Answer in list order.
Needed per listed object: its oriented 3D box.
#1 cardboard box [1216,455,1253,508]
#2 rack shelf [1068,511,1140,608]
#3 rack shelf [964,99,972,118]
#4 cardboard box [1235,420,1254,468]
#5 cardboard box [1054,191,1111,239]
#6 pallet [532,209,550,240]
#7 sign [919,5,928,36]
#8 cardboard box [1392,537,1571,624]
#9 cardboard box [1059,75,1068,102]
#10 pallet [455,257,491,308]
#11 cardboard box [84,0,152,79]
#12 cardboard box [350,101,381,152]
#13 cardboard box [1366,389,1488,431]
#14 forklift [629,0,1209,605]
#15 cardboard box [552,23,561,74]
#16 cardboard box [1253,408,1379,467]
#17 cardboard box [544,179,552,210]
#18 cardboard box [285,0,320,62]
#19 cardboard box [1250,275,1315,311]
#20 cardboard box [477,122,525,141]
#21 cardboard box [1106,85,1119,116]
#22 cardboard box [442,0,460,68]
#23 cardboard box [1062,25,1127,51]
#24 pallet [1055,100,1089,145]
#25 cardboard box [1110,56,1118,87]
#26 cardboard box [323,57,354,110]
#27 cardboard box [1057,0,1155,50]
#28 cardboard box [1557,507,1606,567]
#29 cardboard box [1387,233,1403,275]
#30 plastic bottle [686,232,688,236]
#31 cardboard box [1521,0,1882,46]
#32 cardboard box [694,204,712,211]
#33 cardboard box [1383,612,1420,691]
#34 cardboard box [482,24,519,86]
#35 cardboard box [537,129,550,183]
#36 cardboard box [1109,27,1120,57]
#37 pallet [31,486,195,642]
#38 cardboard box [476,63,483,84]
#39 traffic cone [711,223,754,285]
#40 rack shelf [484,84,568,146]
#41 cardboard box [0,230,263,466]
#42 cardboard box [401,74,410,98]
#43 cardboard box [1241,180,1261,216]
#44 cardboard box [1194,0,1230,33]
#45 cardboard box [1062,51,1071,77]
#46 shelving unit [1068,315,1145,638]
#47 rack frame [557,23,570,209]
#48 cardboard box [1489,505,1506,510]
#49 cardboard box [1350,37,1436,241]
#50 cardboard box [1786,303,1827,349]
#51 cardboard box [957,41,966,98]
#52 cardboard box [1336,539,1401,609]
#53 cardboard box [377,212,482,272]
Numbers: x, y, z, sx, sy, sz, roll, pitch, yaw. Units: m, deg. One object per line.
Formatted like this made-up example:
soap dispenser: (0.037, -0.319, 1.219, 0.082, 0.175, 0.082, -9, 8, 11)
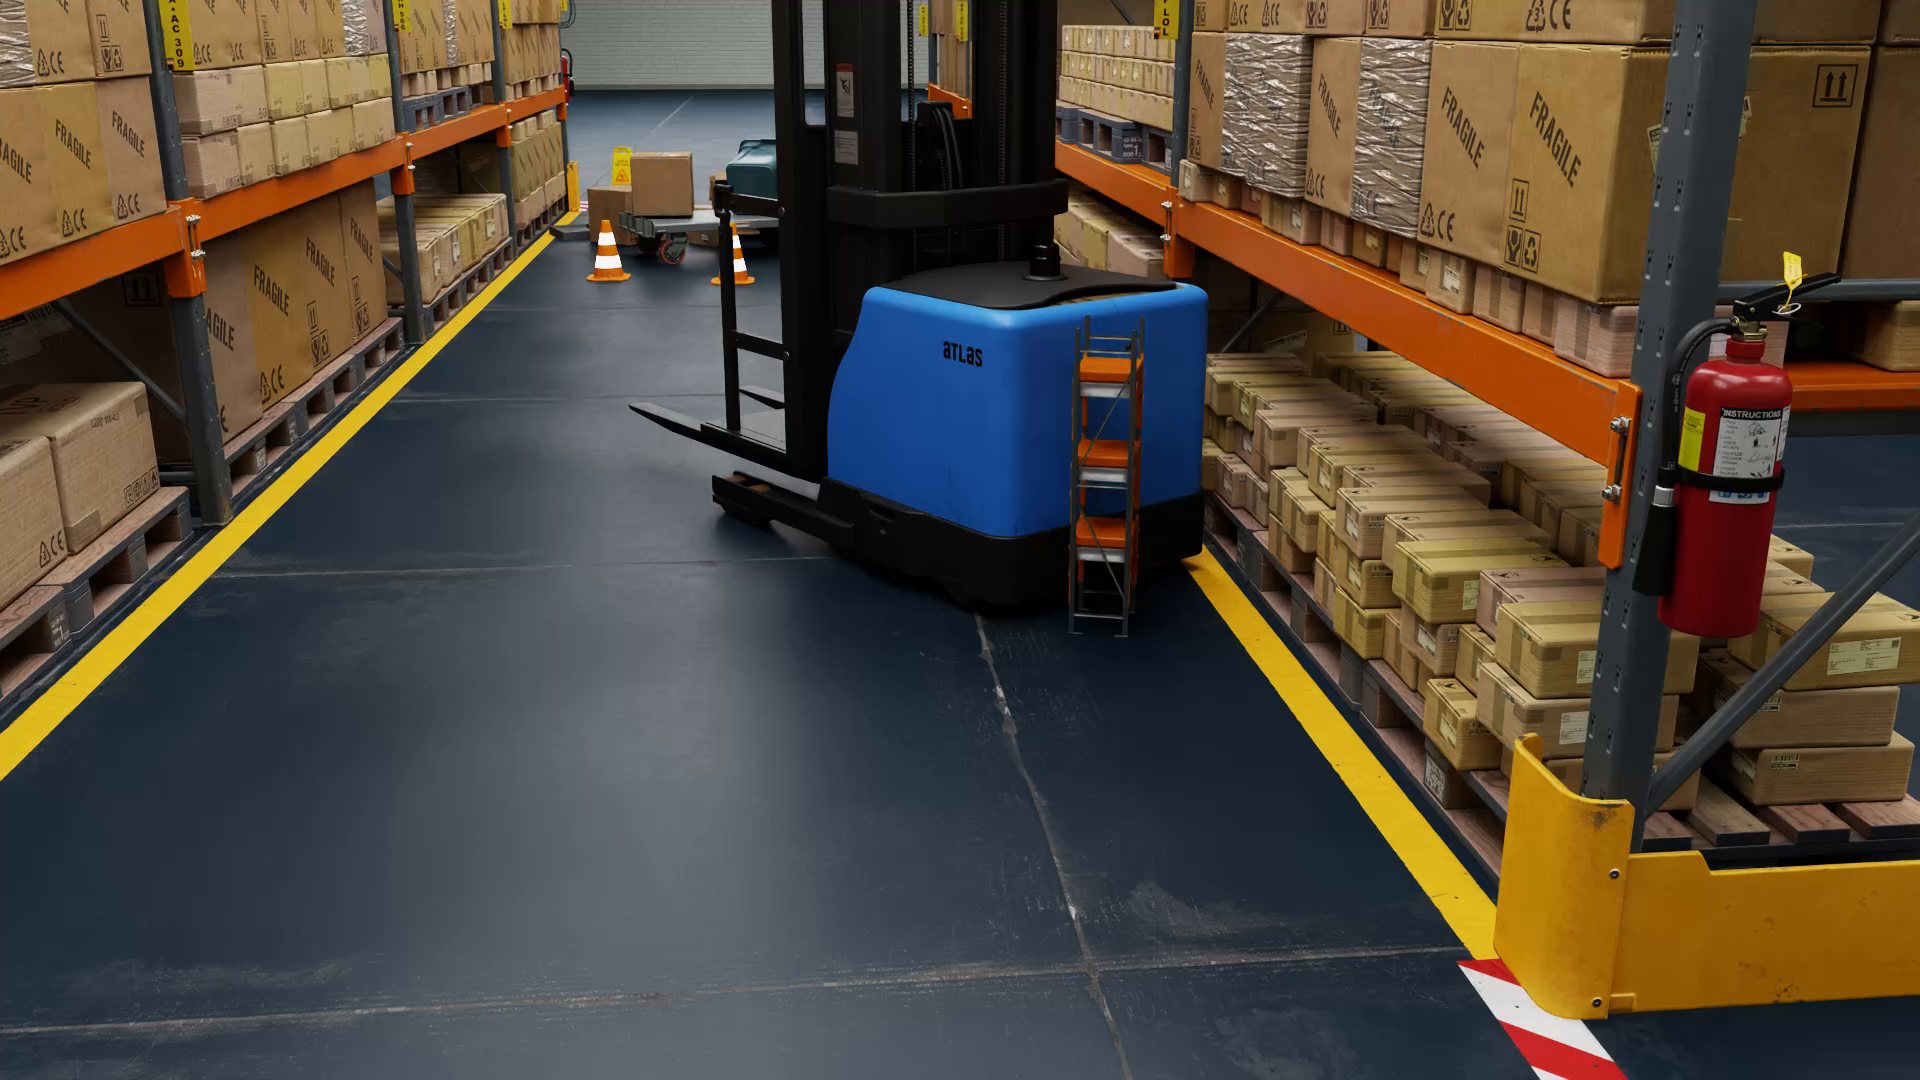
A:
cardboard box: (1.213, -0.233, 6.471, 0.380, 0.149, 0.250, -2, 18, -6)
rack shelf: (0.493, 0.064, 5.683, 0.215, 0.259, 0.240, 4, 18, 11)
rack shelf: (0.772, -3.108, 12.770, 1.077, 0.370, 4.000, -2, 18, -6)
cardboard box: (1.286, -0.384, 6.453, 0.380, 0.149, 0.250, -2, 18, -6)
cardboard box: (0.808, -2.008, 10.285, 0.500, 0.250, 0.500, -3, 18, -8)
pallet: (-4.581, -3.097, 16.189, 1.003, 0.211, 1.213, -2, 18, -6)
sign: (-0.400, -5.674, 18.165, 0.100, 0.325, 0.005, -2, 18, -6)
cardboard box: (1.375, 0.104, 4.402, 0.380, 0.149, 0.250, -2, 18, -7)
cardboard box: (0.823, -2.796, 10.294, 0.380, 0.149, 0.250, -2, 18, -6)
pallet: (-4.137, -1.937, 12.495, 1.003, 0.211, 1.213, -2, 18, -6)
cardboard box: (-3.199, -1.873, 5.799, 0.500, 0.500, 0.500, -2, 18, -6)
cardboard box: (-3.556, -2.306, 9.266, 0.500, 0.250, 0.500, -1, 17, -5)
cardboard box: (1.734, -0.461, 6.203, 0.380, 0.149, 0.250, -1, 17, -4)
forklift: (-0.392, -1.545, 6.706, 1.130, 2.935, 3.031, -13, 22, -37)
cardboard box: (-4.430, -5.092, 17.225, 0.500, 0.500, 0.500, -2, 18, -7)
cardboard box: (1.259, -0.365, 5.898, 0.380, 0.149, 0.250, -1, 17, -4)
cardboard box: (-4.304, -3.401, 16.393, 0.500, 0.250, 0.500, -2, 18, -8)
cardboard box: (-3.471, -2.599, 8.112, 0.500, 0.500, 0.500, -2, 18, -7)
cardboard box: (1.577, -1.257, 7.894, 0.500, 0.250, 0.500, -3, 18, -8)
cardboard box: (-4.093, -3.643, 14.827, 0.380, 0.149, 0.250, -2, 17, -5)
cardboard box: (0.988, -2.324, 8.789, 0.380, 0.149, 0.250, -2, 18, -7)
cardboard box: (-3.917, -3.666, 11.981, 0.500, 0.500, 0.500, -2, 18, -8)
cardboard box: (0.833, -3.075, 10.188, 0.380, 0.149, 0.250, -2, 18, -6)
pallet: (1.158, -2.555, 10.127, 1.213, 0.211, 1.003, -2, 18, -6)
cardboard box: (0.994, -2.463, 8.738, 0.380, 0.149, 0.250, -1, 17, -4)
cardboard box: (-3.503, -2.398, 8.724, 0.500, 0.250, 0.500, -2, 18, -7)
cardboard box: (0.942, -3.514, 11.026, 0.700, 0.500, 0.500, -2, 18, -6)
cardboard box: (1.932, 0.009, 4.706, 0.380, 0.149, 0.250, -3, 18, -8)
cardboard box: (1.443, -0.827, 4.722, 0.380, 0.149, 0.250, -3, 18, -8)
plastic bottle: (-2.615, -2.904, 15.826, 0.133, 0.061, 0.283, 1, 17, 4)
cardboard box: (1.509, -1.267, 3.372, 0.500, 0.500, 0.500, -2, 18, -7)
cardboard box: (-2.616, -3.368, 17.155, 0.380, 0.149, 0.250, 8, 19, 23)
cardboard box: (1.434, 0.310, 4.741, 0.380, 0.149, 0.250, -2, 18, -5)
cardboard box: (-4.116, -4.193, 14.362, 0.500, 0.500, 0.500, -2, 18, -6)
cardboard box: (-4.316, -3.765, 16.300, 0.500, 0.500, 0.500, -2, 18, -7)
cardboard box: (0.992, -2.610, 8.708, 0.380, 0.149, 0.250, -2, 18, -6)
pallet: (-3.522, 0.079, 6.073, 1.003, 0.211, 1.213, -2, 18, -6)
cardboard box: (-3.948, -3.645, 12.997, 0.380, 0.149, 0.250, -2, 18, -7)
traffic cone: (-1.803, -2.272, 13.141, 0.336, 0.463, 0.334, -2, 18, -6)
rack shelf: (-4.554, -4.117, 15.983, 1.077, 0.370, 4.000, -2, 18, -6)
cardboard box: (-3.666, -0.849, 7.221, 0.875, 0.875, 0.875, -1, 17, -4)
cardboard box: (-3.779, -2.940, 10.754, 0.380, 0.149, 0.250, -3, 18, -9)
cardboard box: (1.275, -1.297, 6.219, 0.380, 0.149, 0.250, -3, 18, -8)
cardboard box: (1.195, -2.188, 6.306, 0.500, 0.500, 0.500, -1, 17, -4)
cardboard box: (0.828, -2.927, 10.216, 0.380, 0.149, 0.250, -1, 17, -3)
shelving unit: (0.493, -0.211, 5.597, 0.215, 1.050, 0.252, 4, 18, 11)
rack frame: (-4.760, -5.056, 17.773, 1.000, 3.000, 0.127, -2, 18, -6)
cardboard box: (1.810, -0.007, 5.253, 0.380, 0.149, 0.250, -1, 17, -3)
cardboard box: (1.391, -1.092, 4.483, 0.500, 0.500, 0.500, -2, 18, -5)
cardboard box: (2.028, -0.533, 3.787, 0.380, 0.149, 0.250, -1, 17, -4)
cardboard box: (0.436, -4.391, 15.406, 0.875, 0.550, 0.550, -2, 18, -6)
cardboard box: (1.343, 0.089, 4.947, 0.380, 0.149, 0.250, -2, 17, -5)
cardboard box: (-4.140, -2.233, 12.468, 0.950, 0.372, 0.625, -1, 17, -4)
